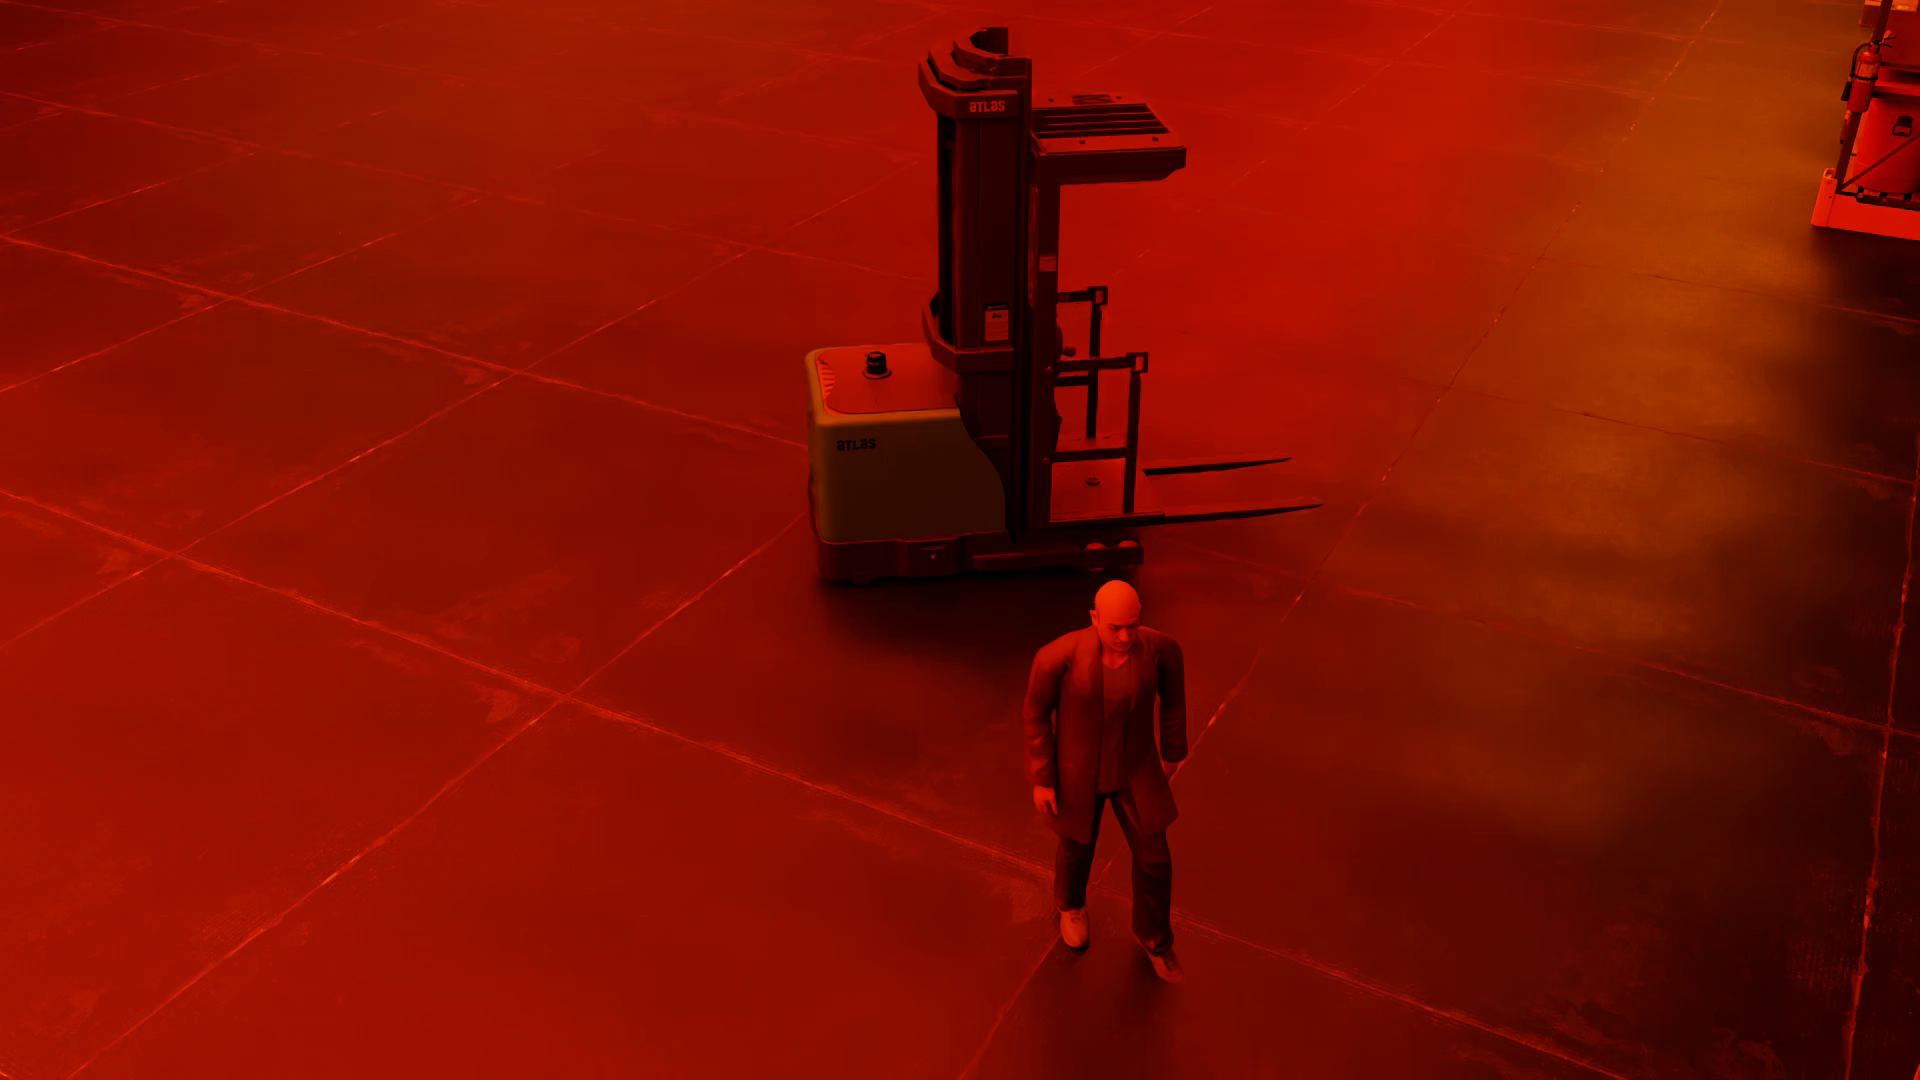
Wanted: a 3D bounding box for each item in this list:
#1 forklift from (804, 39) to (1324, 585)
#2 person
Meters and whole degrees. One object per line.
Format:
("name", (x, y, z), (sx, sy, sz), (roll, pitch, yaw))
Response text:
("forklift", (0.630, -1.315, 9.414), (3.031, 2.867, 1.129), (-4, 30, -7))
("person", (0.591, 0.966, 6.630), (0.645, 1.820, 0.623), (-4, 30, -6))
